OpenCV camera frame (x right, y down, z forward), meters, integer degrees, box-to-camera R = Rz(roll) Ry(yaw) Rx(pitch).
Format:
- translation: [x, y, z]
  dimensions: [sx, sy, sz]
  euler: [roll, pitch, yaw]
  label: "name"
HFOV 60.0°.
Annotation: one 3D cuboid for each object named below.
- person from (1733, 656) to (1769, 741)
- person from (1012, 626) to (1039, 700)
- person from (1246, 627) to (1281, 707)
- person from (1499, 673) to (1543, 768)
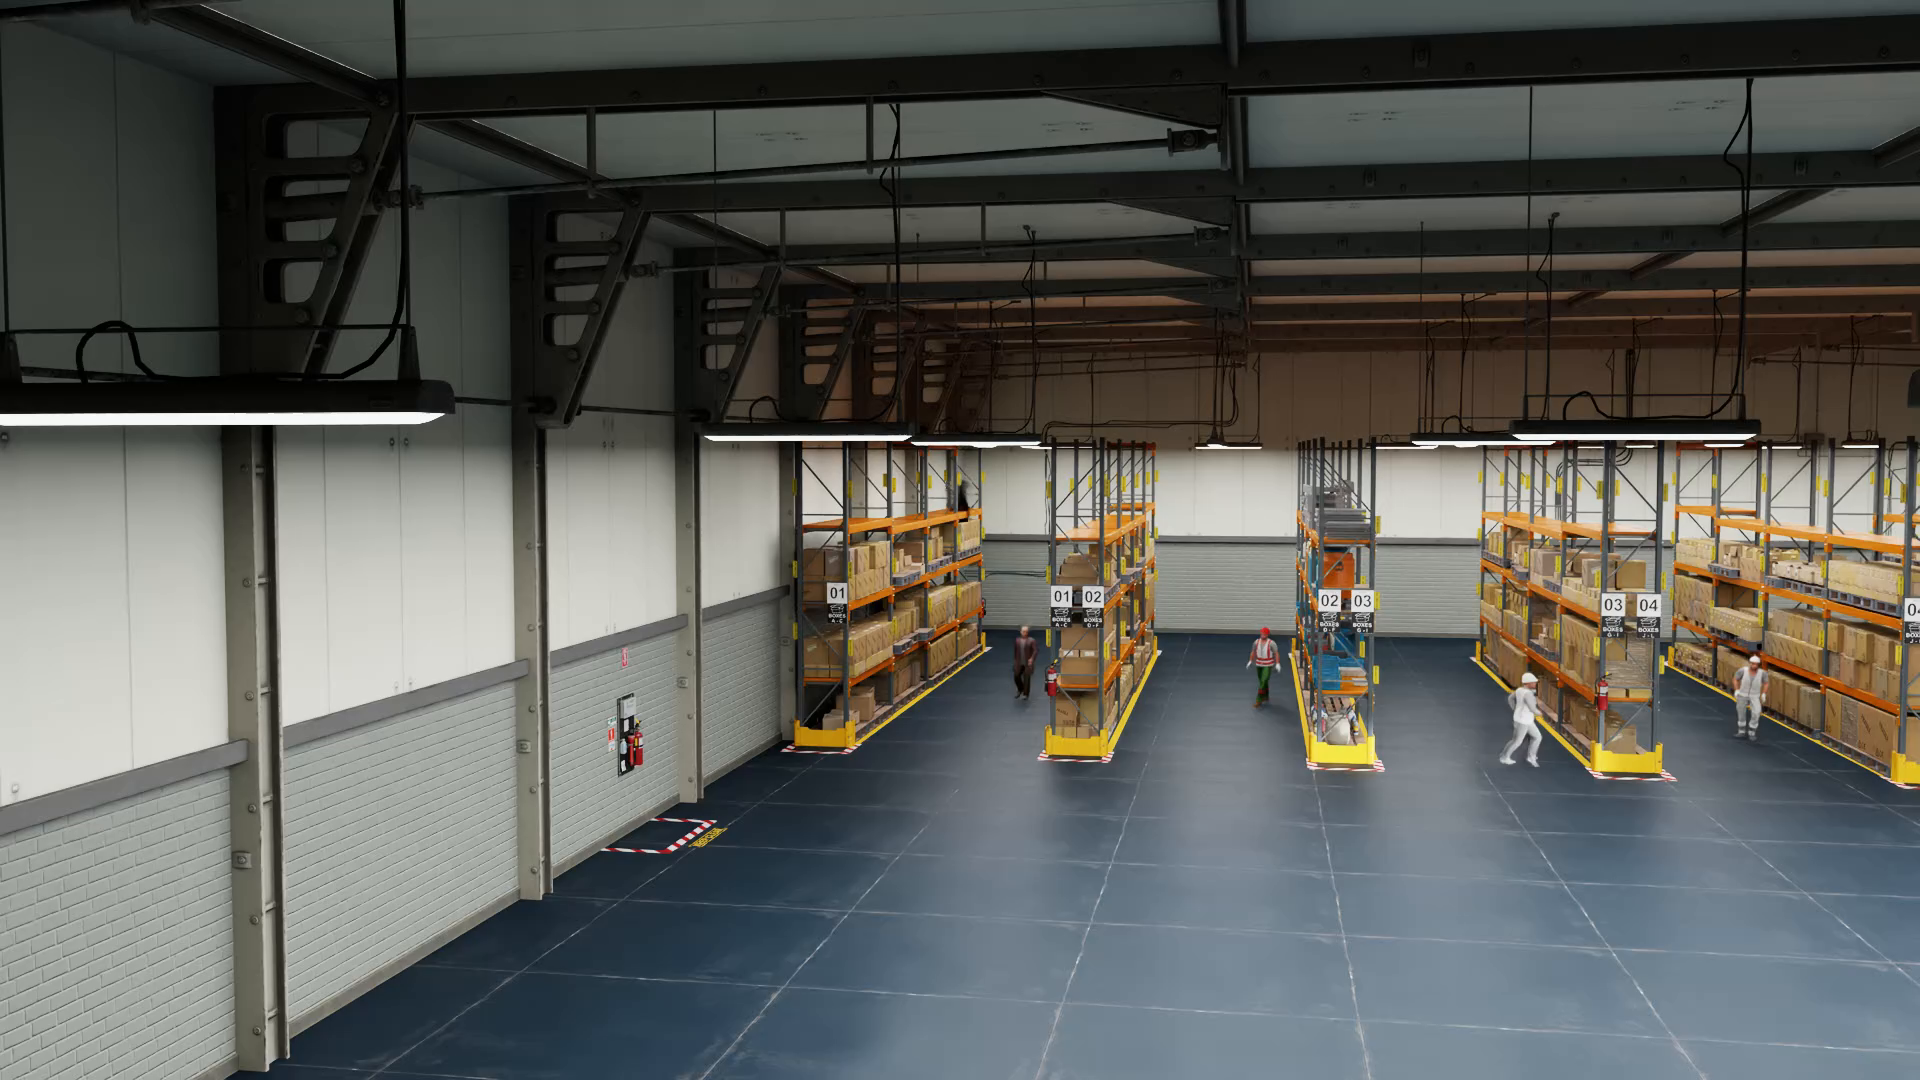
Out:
- translation: [15.722, 3.125, 33.067]
  dimensions: [0.653, 1.708, 0.698]
  euler: [2, 3, 30]
  label: "person"
- translation: [1.471, 2.830, 38.065]
  dimensions: [0.704, 1.723, 0.827]
  euler: [1, 3, 17]
  label: "person"
- translation: [6.814, 2.827, 37.339]
  dimensions: [0.744, 1.759, 0.884]
  euler: [2, 4, 35]
  label: "person"
- translation: [10.118, 3.280, 30.006]
  dimensions: [0.746, 1.793, 0.702]
  euler: [1, 3, 21]
  label: "person"
